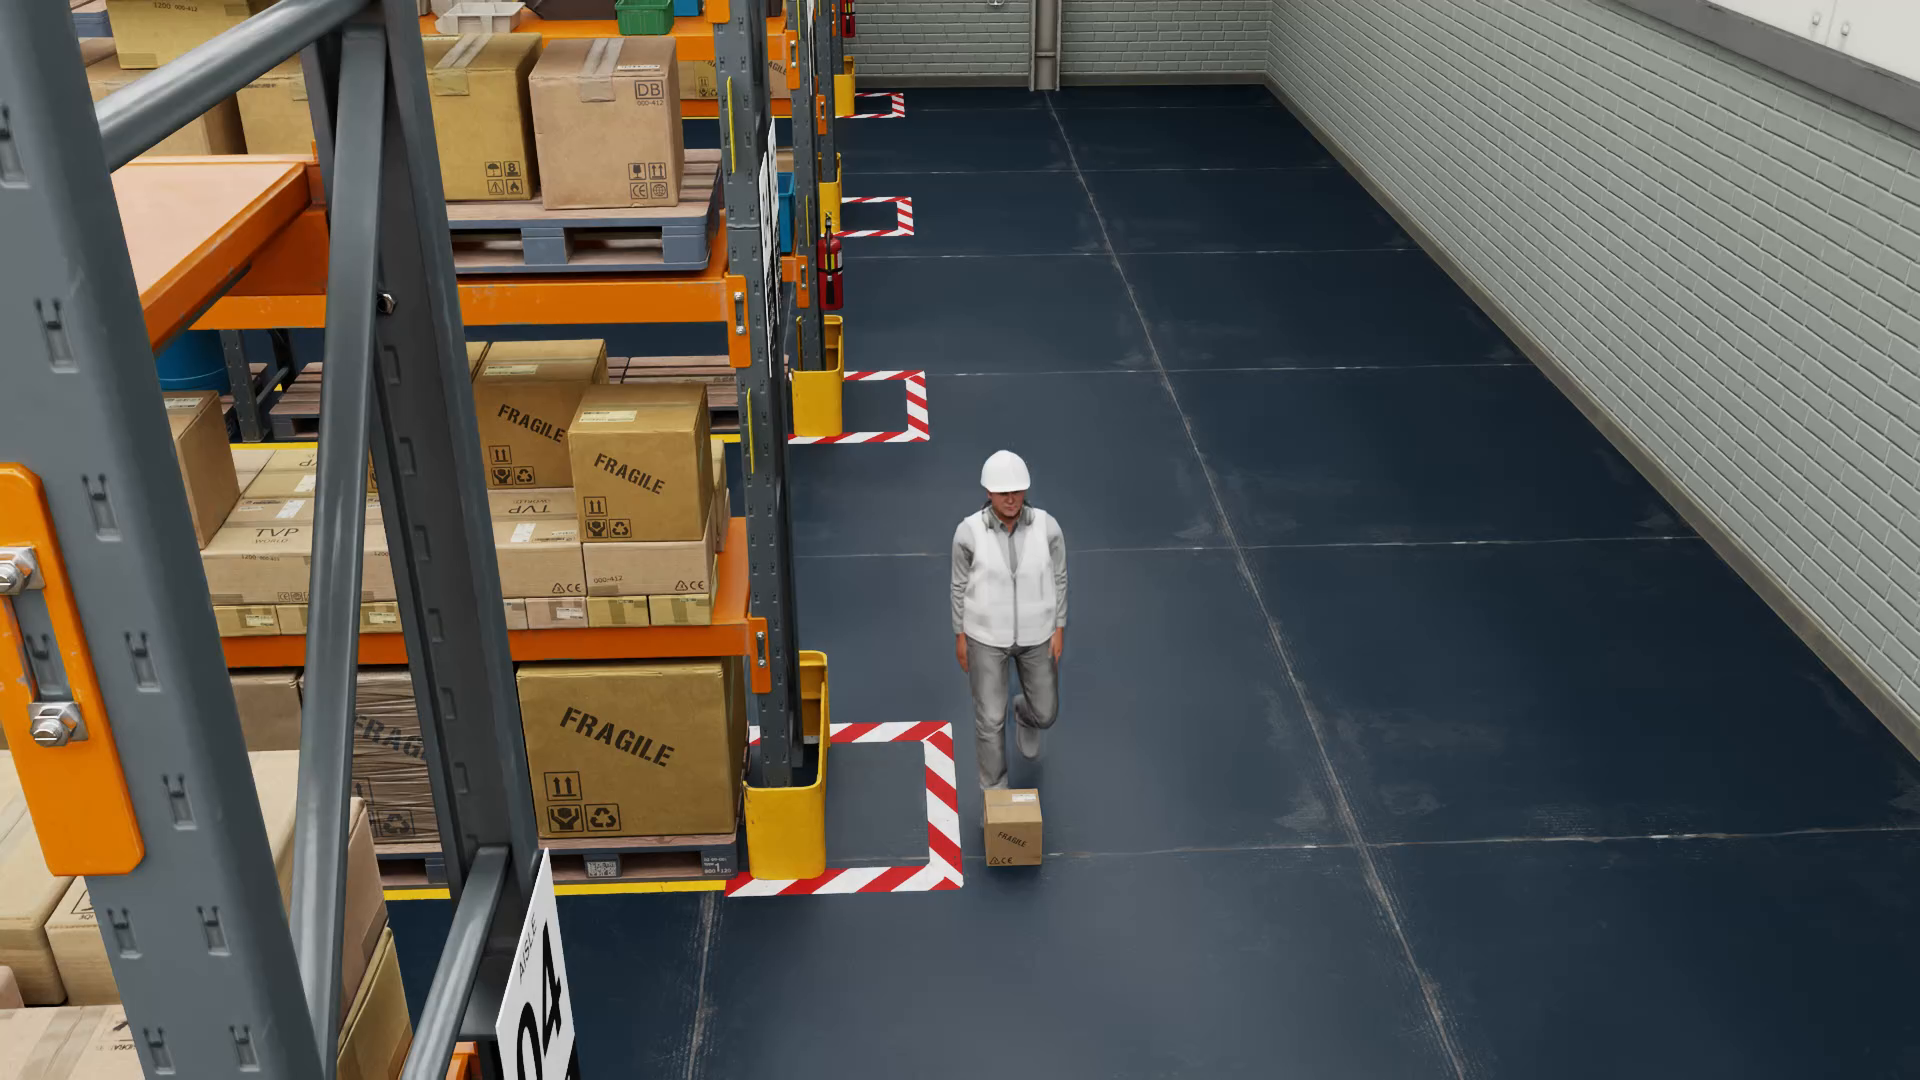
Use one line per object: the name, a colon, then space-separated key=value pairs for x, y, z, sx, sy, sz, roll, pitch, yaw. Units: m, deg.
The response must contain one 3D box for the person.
person: x=0.238 y=0.439 z=7.738 sx=0.546 sy=1.755 sz=0.758 roll=-4 pitch=28 yaw=-7
